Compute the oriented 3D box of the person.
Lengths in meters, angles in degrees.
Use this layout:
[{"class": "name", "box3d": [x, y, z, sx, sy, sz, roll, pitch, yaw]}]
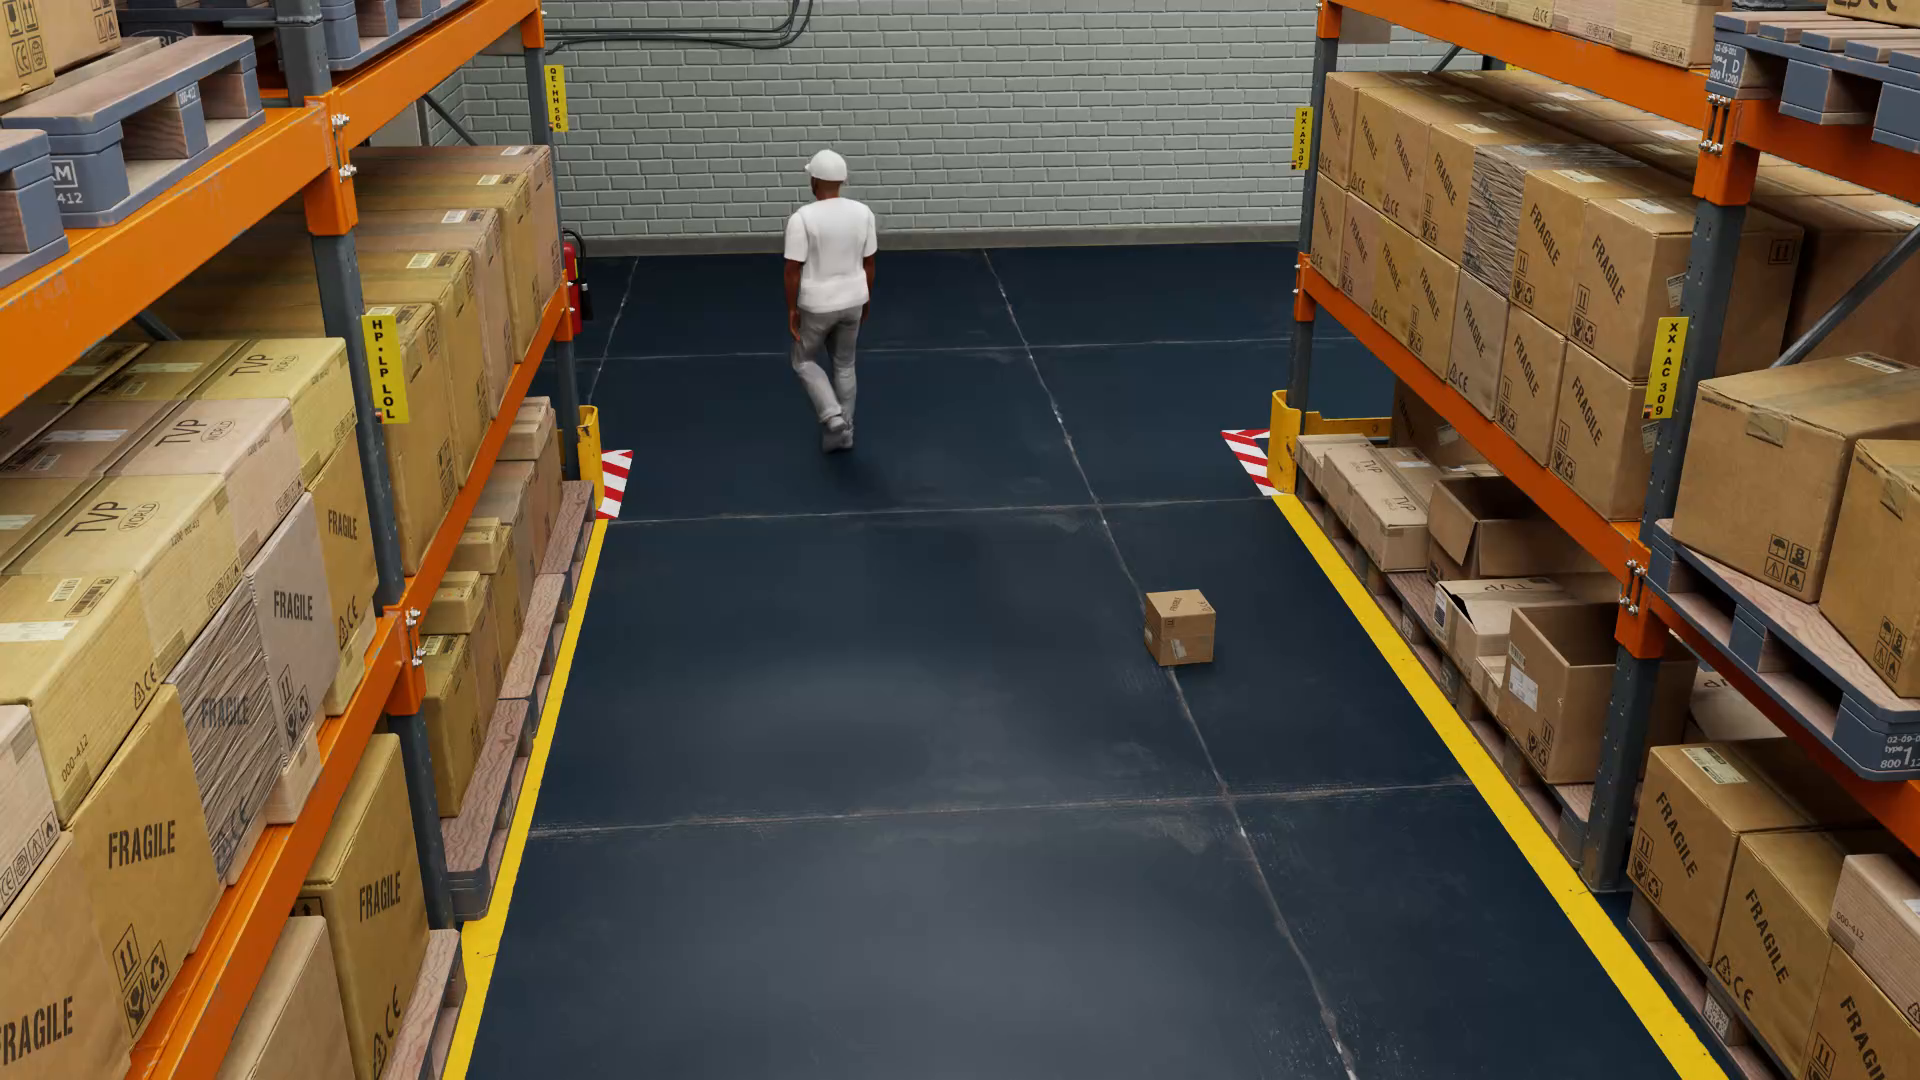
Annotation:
[{"class": "person", "box3d": [-0.743, -1.359, 9.617, 0.585, 1.758, 0.510, -11, 26, -24]}]
